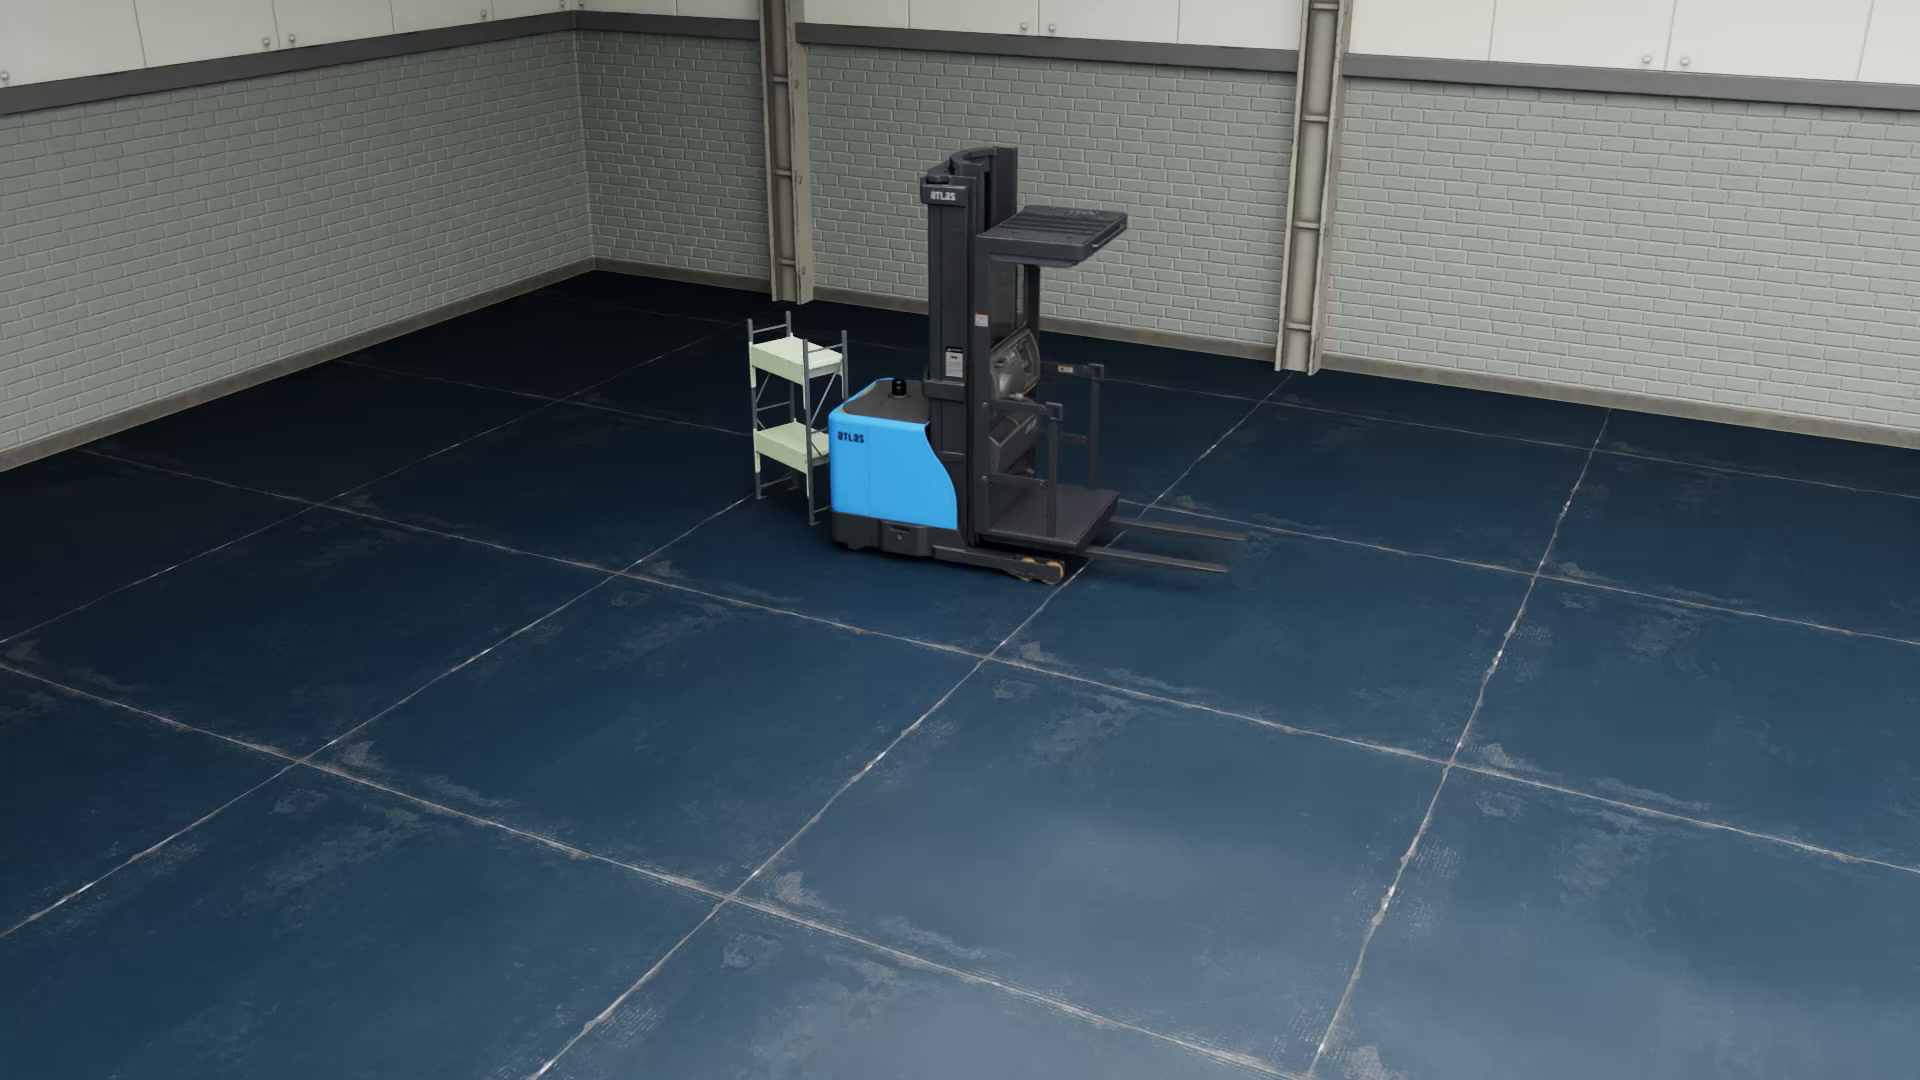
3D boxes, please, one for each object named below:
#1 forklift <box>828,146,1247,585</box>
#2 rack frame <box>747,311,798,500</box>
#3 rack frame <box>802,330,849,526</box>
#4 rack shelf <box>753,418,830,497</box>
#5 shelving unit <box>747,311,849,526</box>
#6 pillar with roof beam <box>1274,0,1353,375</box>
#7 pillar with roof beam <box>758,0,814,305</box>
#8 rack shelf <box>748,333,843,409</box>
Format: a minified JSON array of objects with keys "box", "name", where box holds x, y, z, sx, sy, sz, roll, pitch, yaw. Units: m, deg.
[{"box":[0.584,-1.259,11.965,3.031,2.935,1.130,9,25,20],"name":"forklift"},{"box":[-1.501,-1.072,13.355,0.400,1.500,0.023,-19,29,-37],"name":"rack frame"},{"box":[-1.021,-0.856,12.847,0.400,1.500,0.023,-19,29,-37],"name":"rack frame"},{"box":[-1.261,-0.664,13.229,0.431,0.370,0.720,-19,29,-37],"name":"rack shelf"},{"box":[-1.261,-0.964,13.101,0.431,1.500,0.755,-19,29,-37],"name":"shelving unit"},{"box":[1.474,-4.370,11.528,0.400,9.000,9.100,11,25,25],"name":"pillar with roof beam"},{"box":[-3.880,-5.430,14.019,0.400,9.000,9.100,11,25,25],"name":"pillar with roof beam"},{"box":[-1.261,-1.323,12.948,0.431,0.370,0.720,-19,29,-37],"name":"rack shelf"}]
